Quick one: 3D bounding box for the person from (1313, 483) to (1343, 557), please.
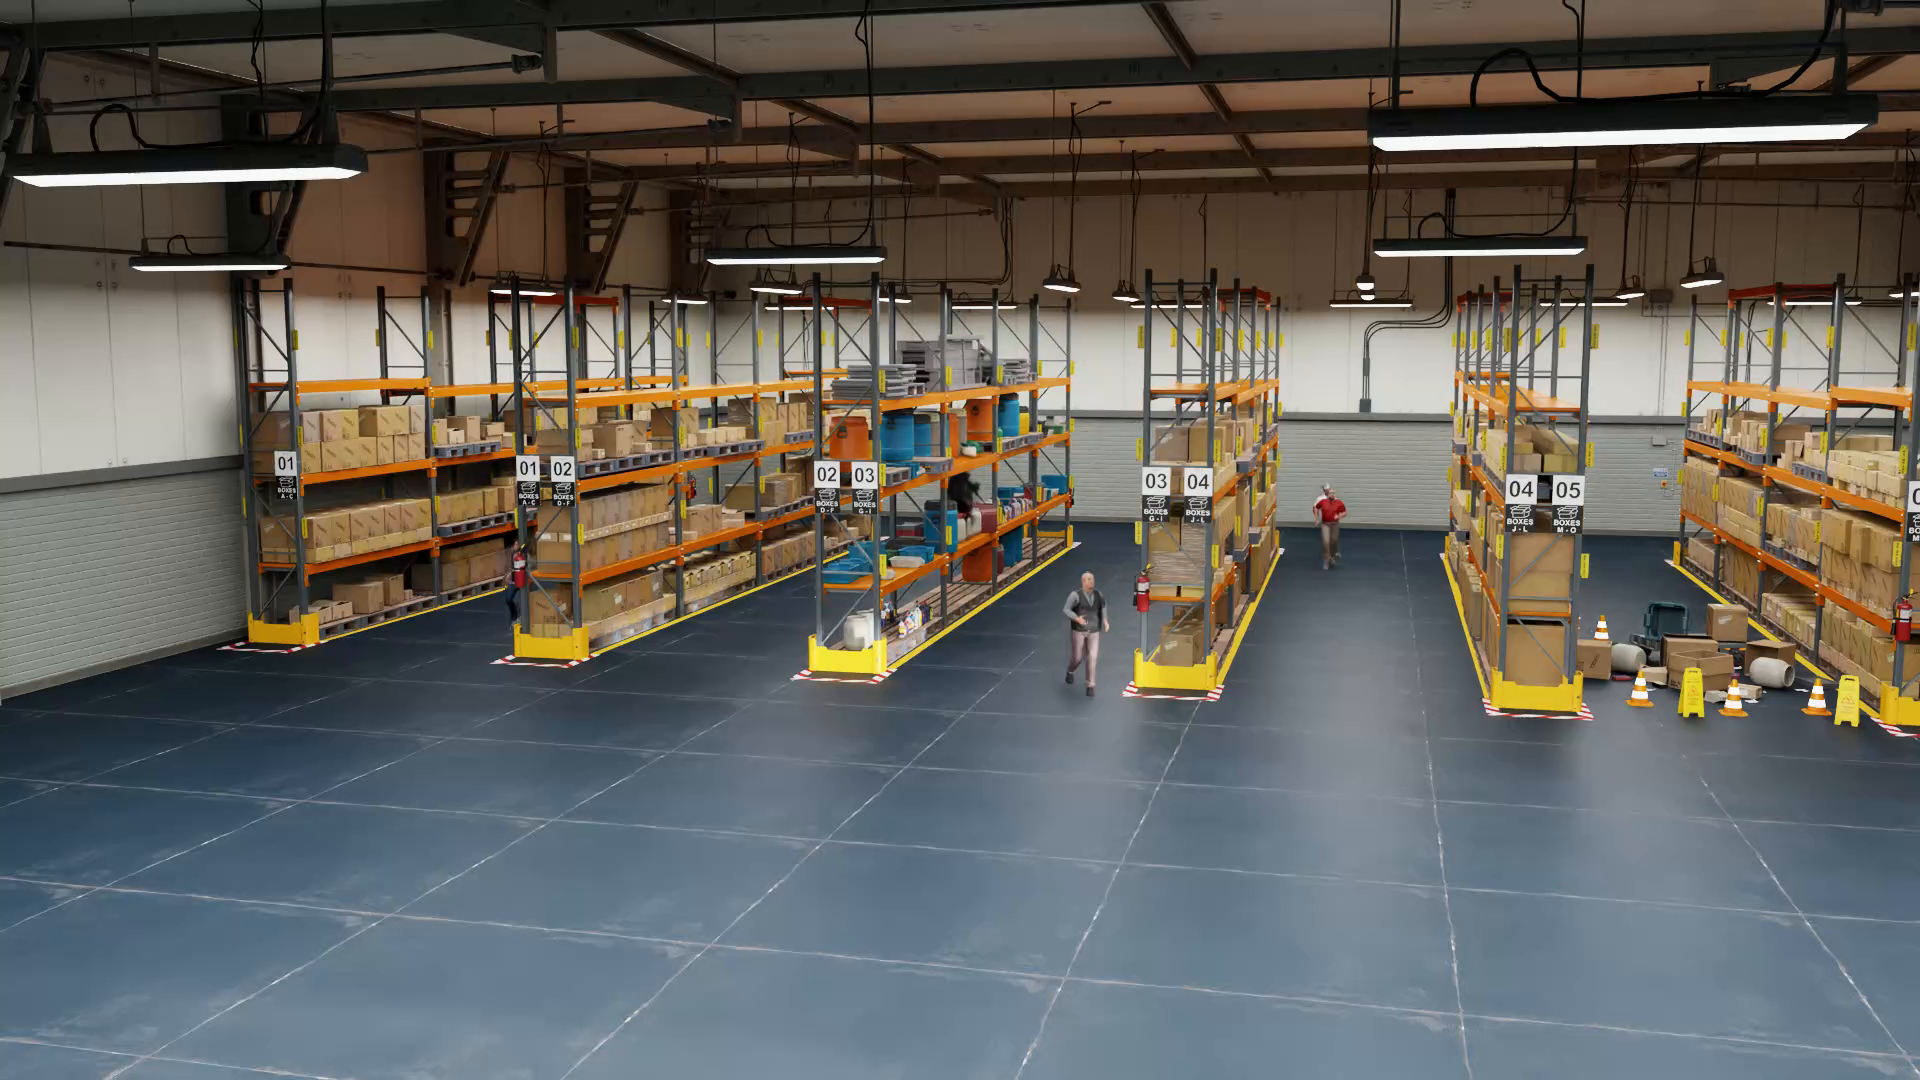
[{"bbox_3d":[8.615,-0.473,38.758,0.624,1.700,0.775,-3,7,-23],"label":"person"}]

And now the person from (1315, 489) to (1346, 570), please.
[{"bbox_3d":[8.185,-0.249,36.760,0.680,1.793,0.815,1,7,9],"label":"person"}]

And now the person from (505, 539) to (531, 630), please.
[{"bbox_3d":[-7.631,0.772,28.689,0.508,1.587,0.657,1,7,10],"label":"person"}]

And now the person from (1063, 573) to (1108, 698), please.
[{"bbox_3d":[1.812,1.315,23.601,0.702,1.697,0.978,-2,7,-13],"label":"person"}]
